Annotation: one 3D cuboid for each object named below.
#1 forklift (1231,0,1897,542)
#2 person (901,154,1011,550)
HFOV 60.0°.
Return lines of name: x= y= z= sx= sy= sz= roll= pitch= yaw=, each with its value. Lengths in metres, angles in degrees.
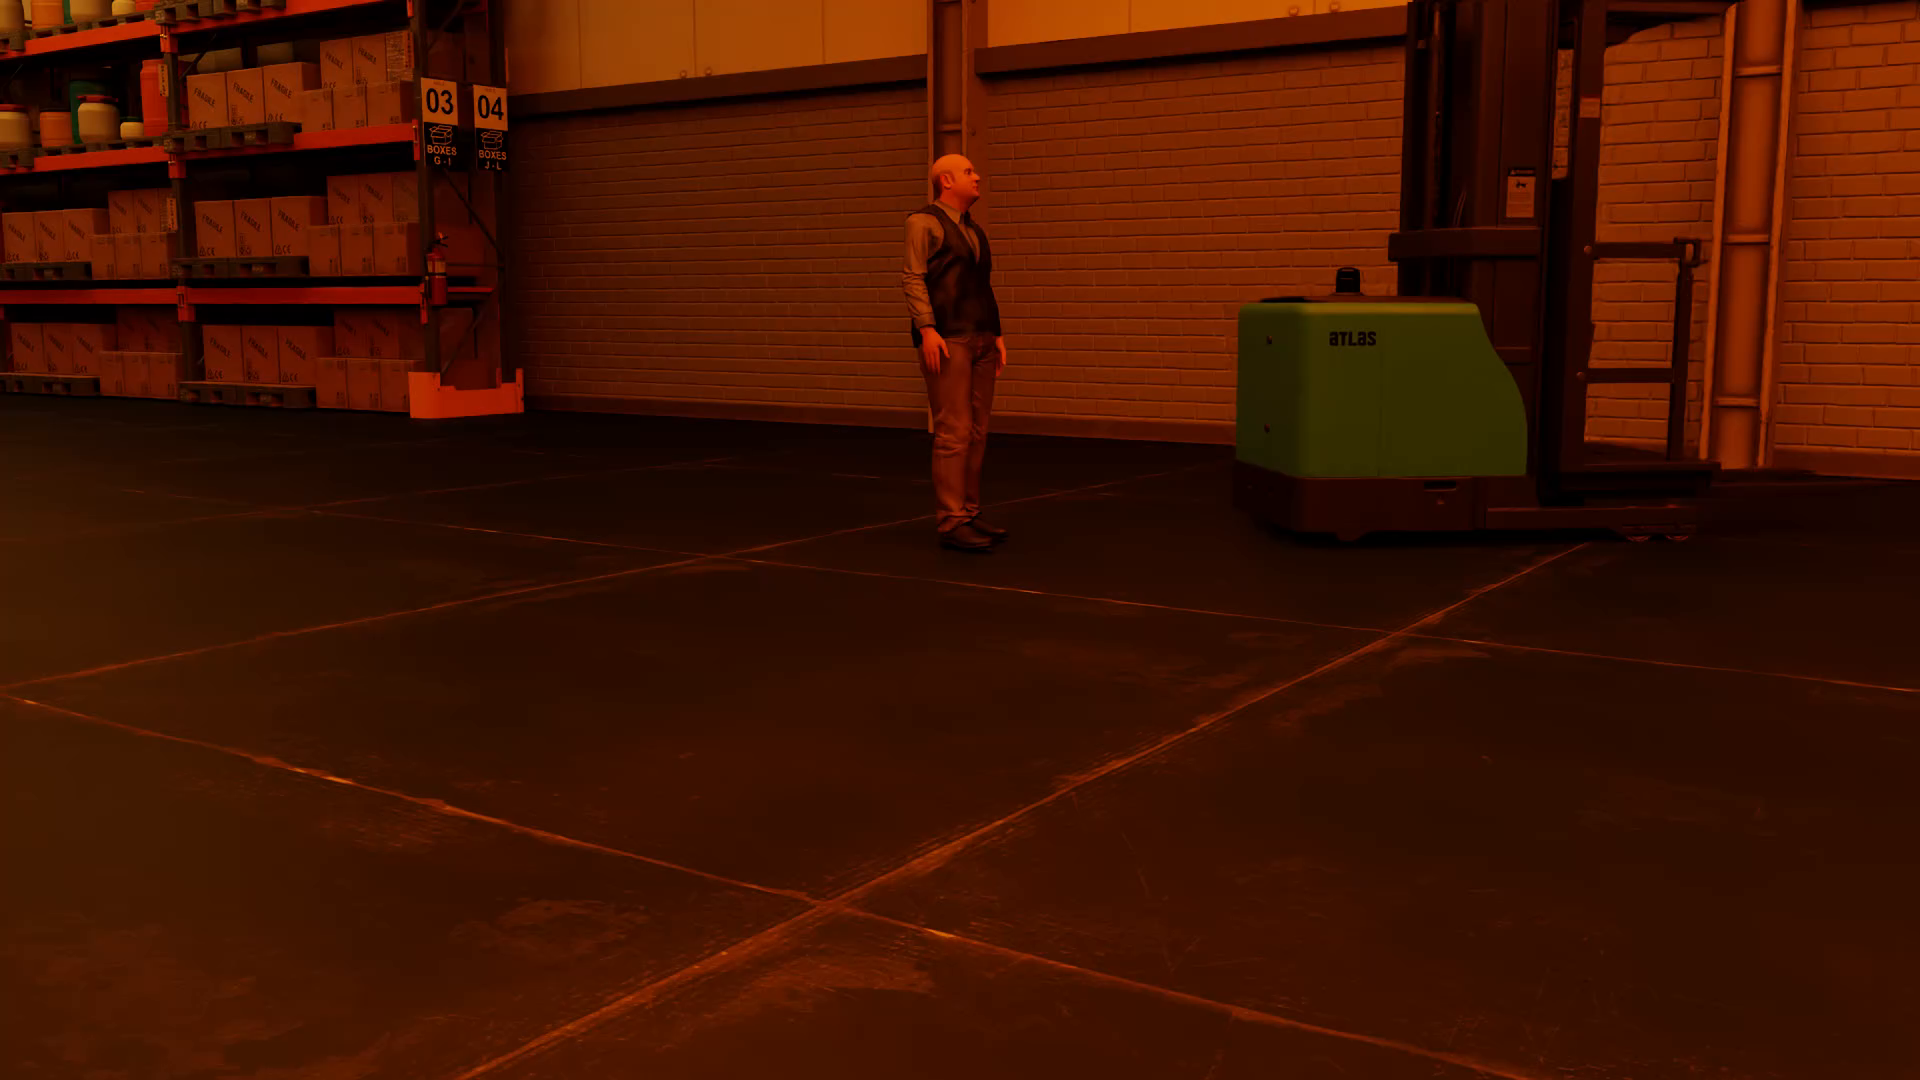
forklift: x=2.905 y=-1.513 z=7.833 sx=3.031 sy=2.935 sz=1.130 roll=-1 pitch=8 yaw=-8
person: x=0.048 y=-0.853 z=7.441 sx=0.566 sy=1.722 sz=0.633 roll=5 pitch=10 yaw=34
